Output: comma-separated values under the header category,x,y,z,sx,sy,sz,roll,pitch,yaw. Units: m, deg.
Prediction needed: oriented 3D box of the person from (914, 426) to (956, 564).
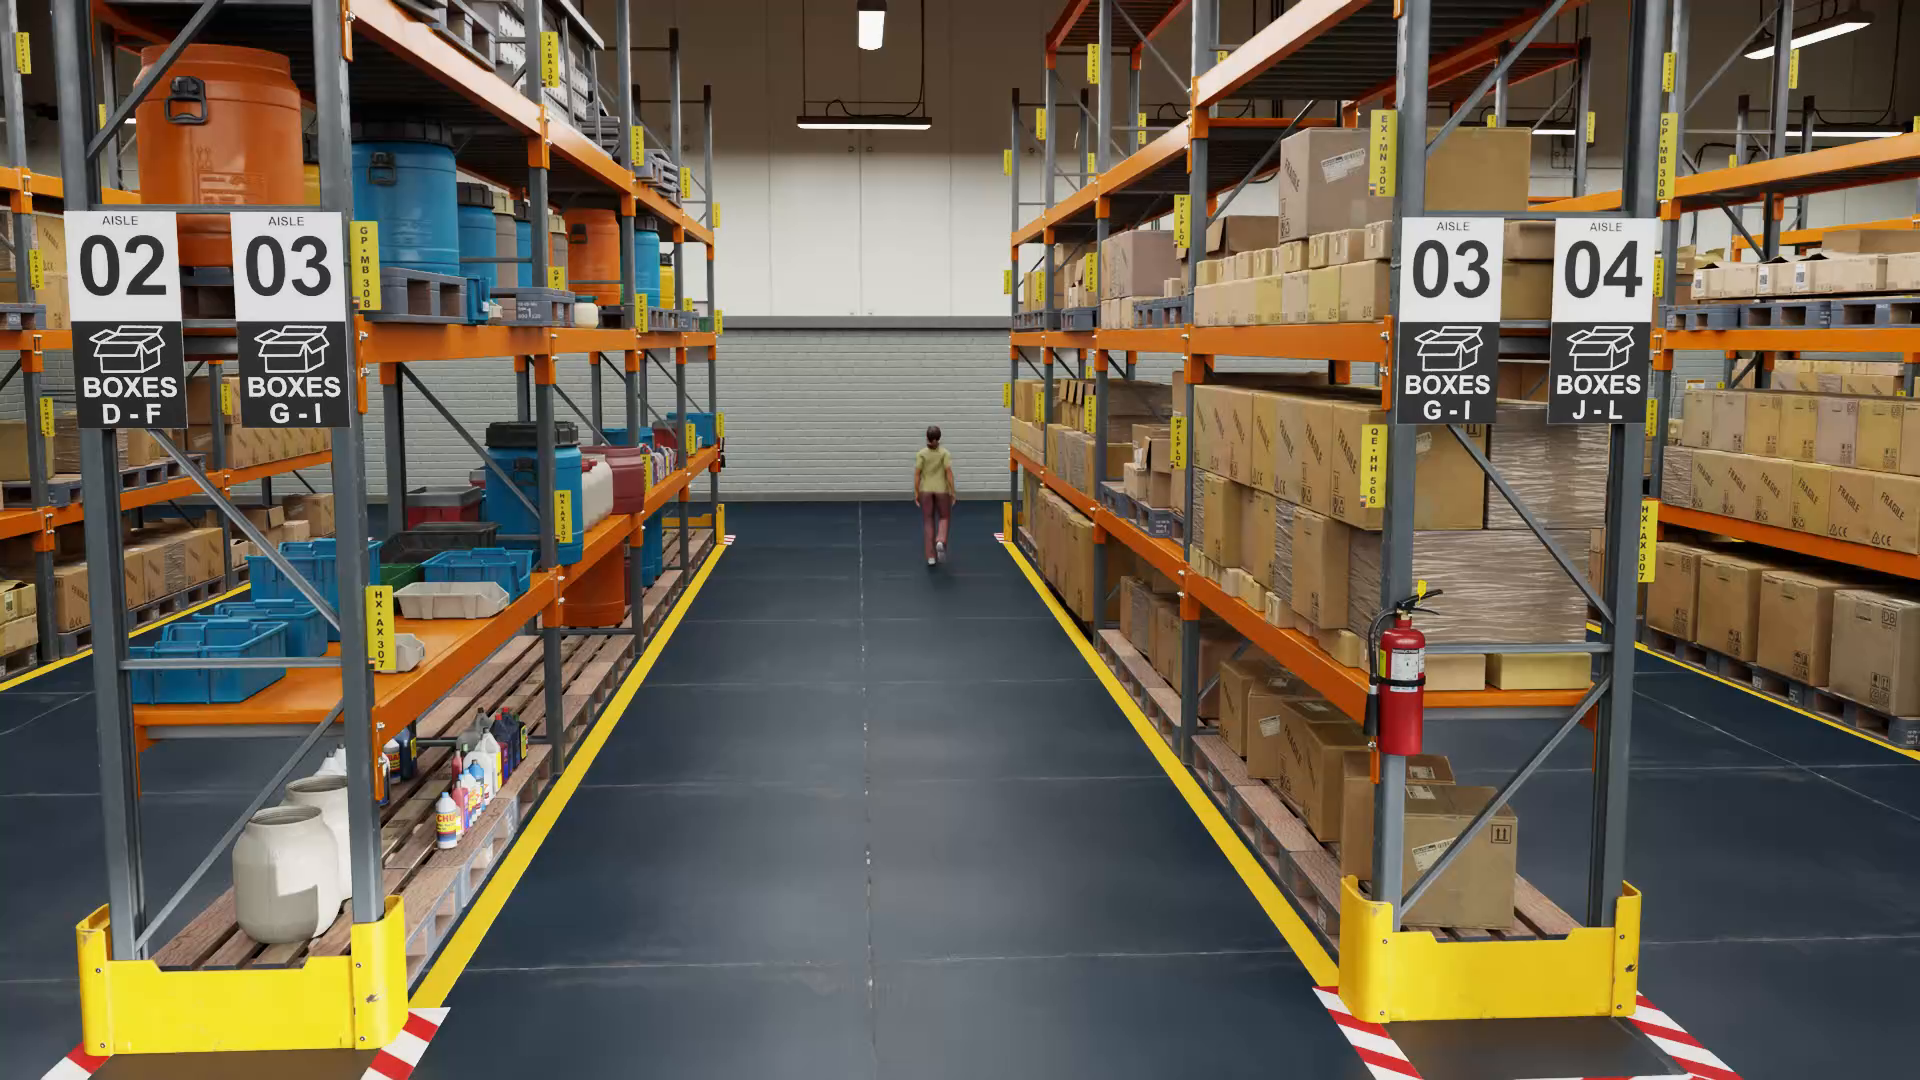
category,x,y,z,sx,sy,sz,roll,pitch,yaw
person,-0.303,-0.548,20.063,0.501,1.665,0.469,0,7,-1
